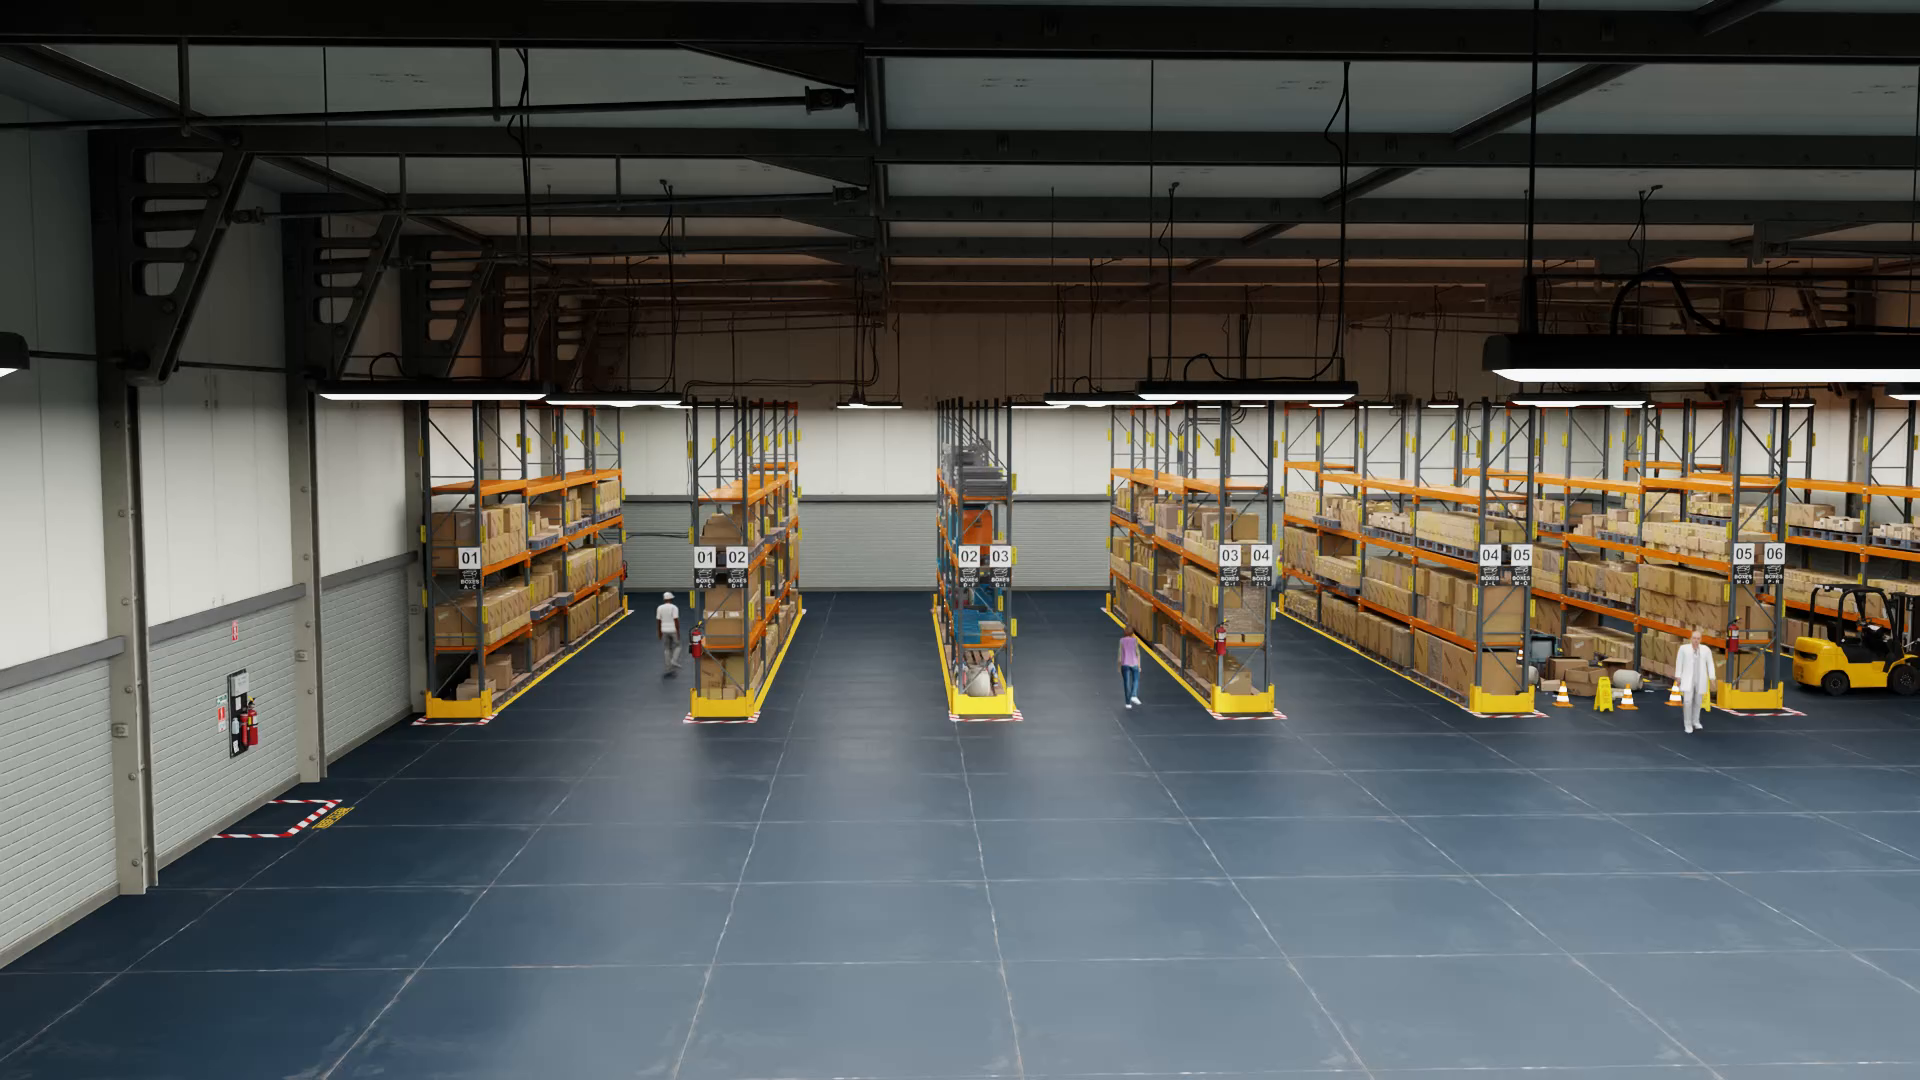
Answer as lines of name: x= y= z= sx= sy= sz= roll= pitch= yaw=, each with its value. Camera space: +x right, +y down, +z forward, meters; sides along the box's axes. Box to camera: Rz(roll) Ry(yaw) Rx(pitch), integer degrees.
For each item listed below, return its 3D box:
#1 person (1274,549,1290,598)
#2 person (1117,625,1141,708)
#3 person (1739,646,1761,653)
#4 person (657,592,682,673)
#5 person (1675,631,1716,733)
person: x=9.533 y=1.047 z=49.015 sx=0.489 sy=1.760 sz=0.583 roll=-2 pitch=5 yaw=-26
person: x=3.265 y=2.439 z=32.125 sx=0.450 sy=1.586 sz=0.442 roll=0 pitch=4 yaw=6
person: x=17.192 y=2.103 z=36.161 sx=0.640 sy=1.671 sz=0.758 roll=0 pitch=4 yaw=-2
person: x=-6.378 y=2.021 z=36.486 sx=0.601 sy=1.755 sz=0.506 roll=0 pitch=4 yaw=6
person: x=13.204 y=2.553 z=29.856 sx=0.643 sy=1.849 sz=0.605 roll=1 pitch=5 yaw=13
